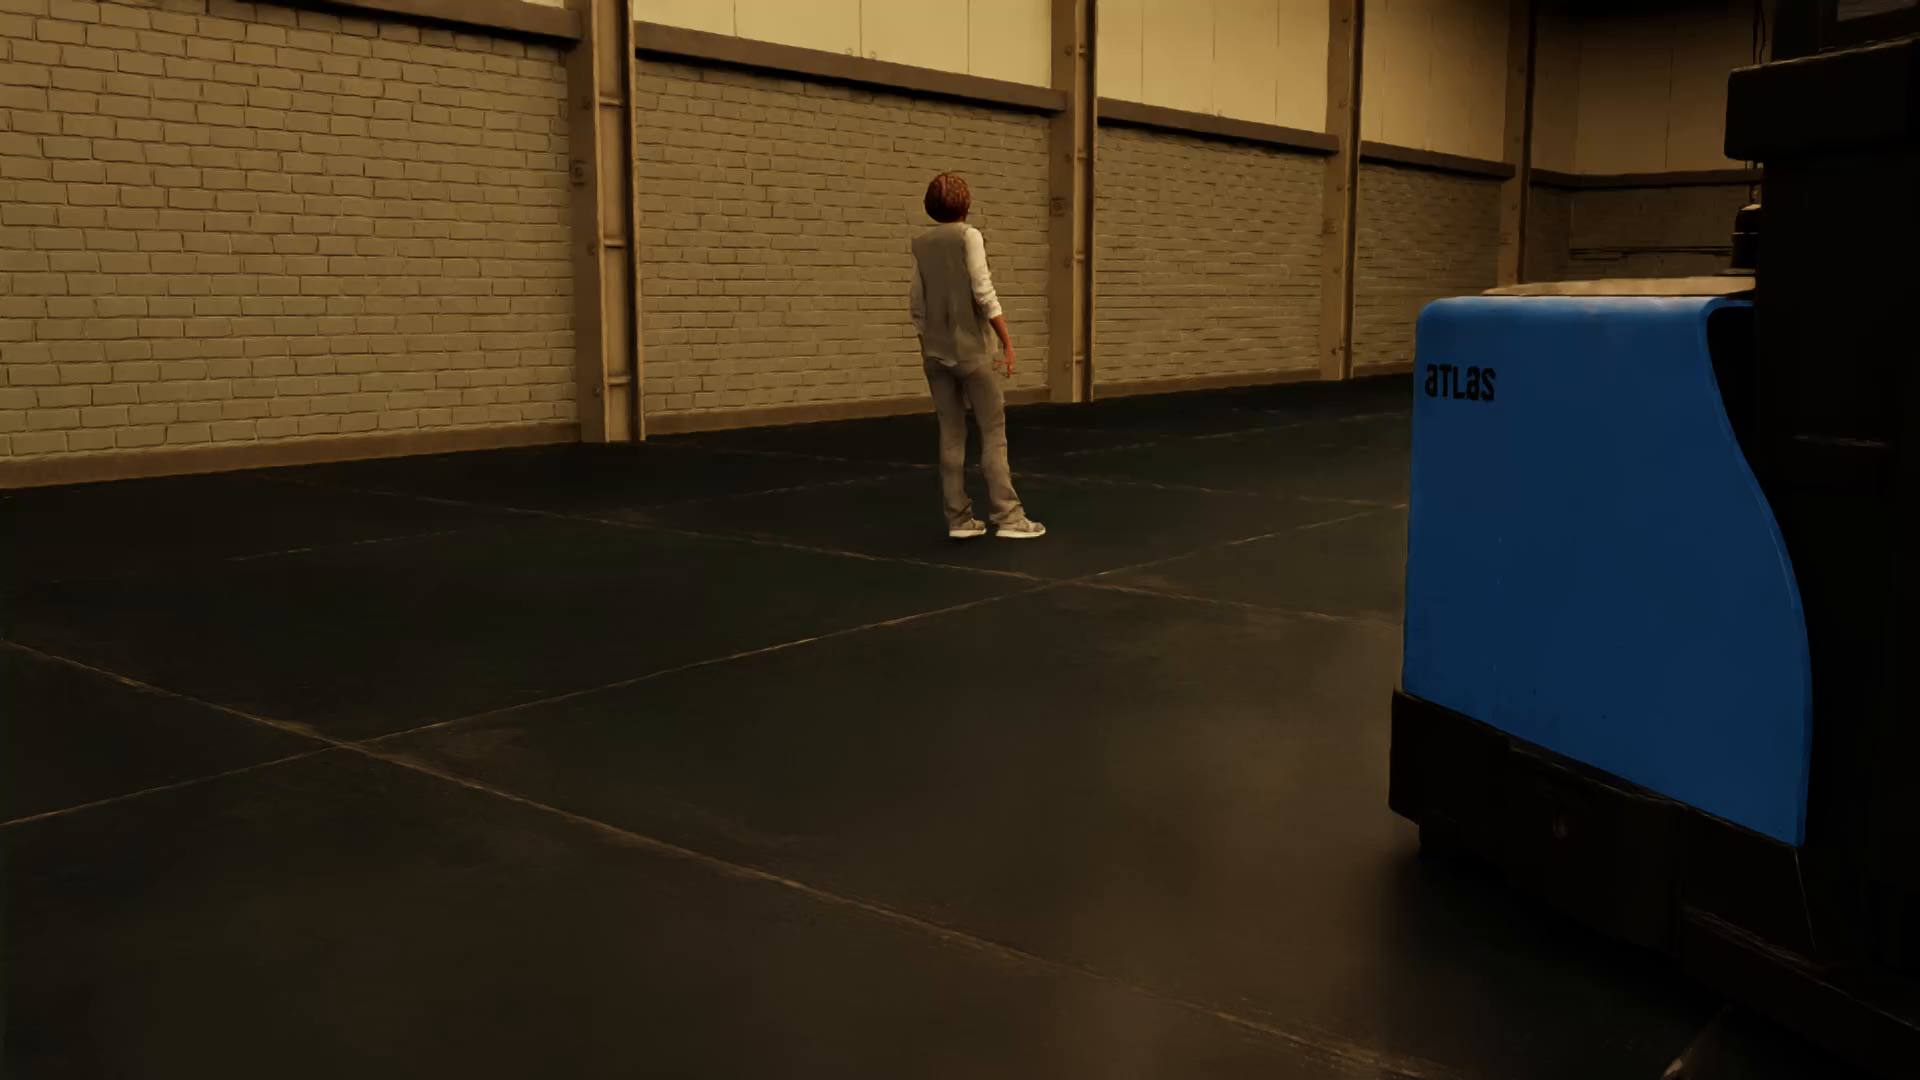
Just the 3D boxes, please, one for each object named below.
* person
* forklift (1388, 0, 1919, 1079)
[{"bbox_3d":[0.057,-0.804,7.337,0.521,1.597,0.474,7,11,38],"label":"person"},{"bbox_3d":[1.795,-0.674,1.890,1.130,2.935,3.031,-3,9,-18],"label":"forklift"}]
